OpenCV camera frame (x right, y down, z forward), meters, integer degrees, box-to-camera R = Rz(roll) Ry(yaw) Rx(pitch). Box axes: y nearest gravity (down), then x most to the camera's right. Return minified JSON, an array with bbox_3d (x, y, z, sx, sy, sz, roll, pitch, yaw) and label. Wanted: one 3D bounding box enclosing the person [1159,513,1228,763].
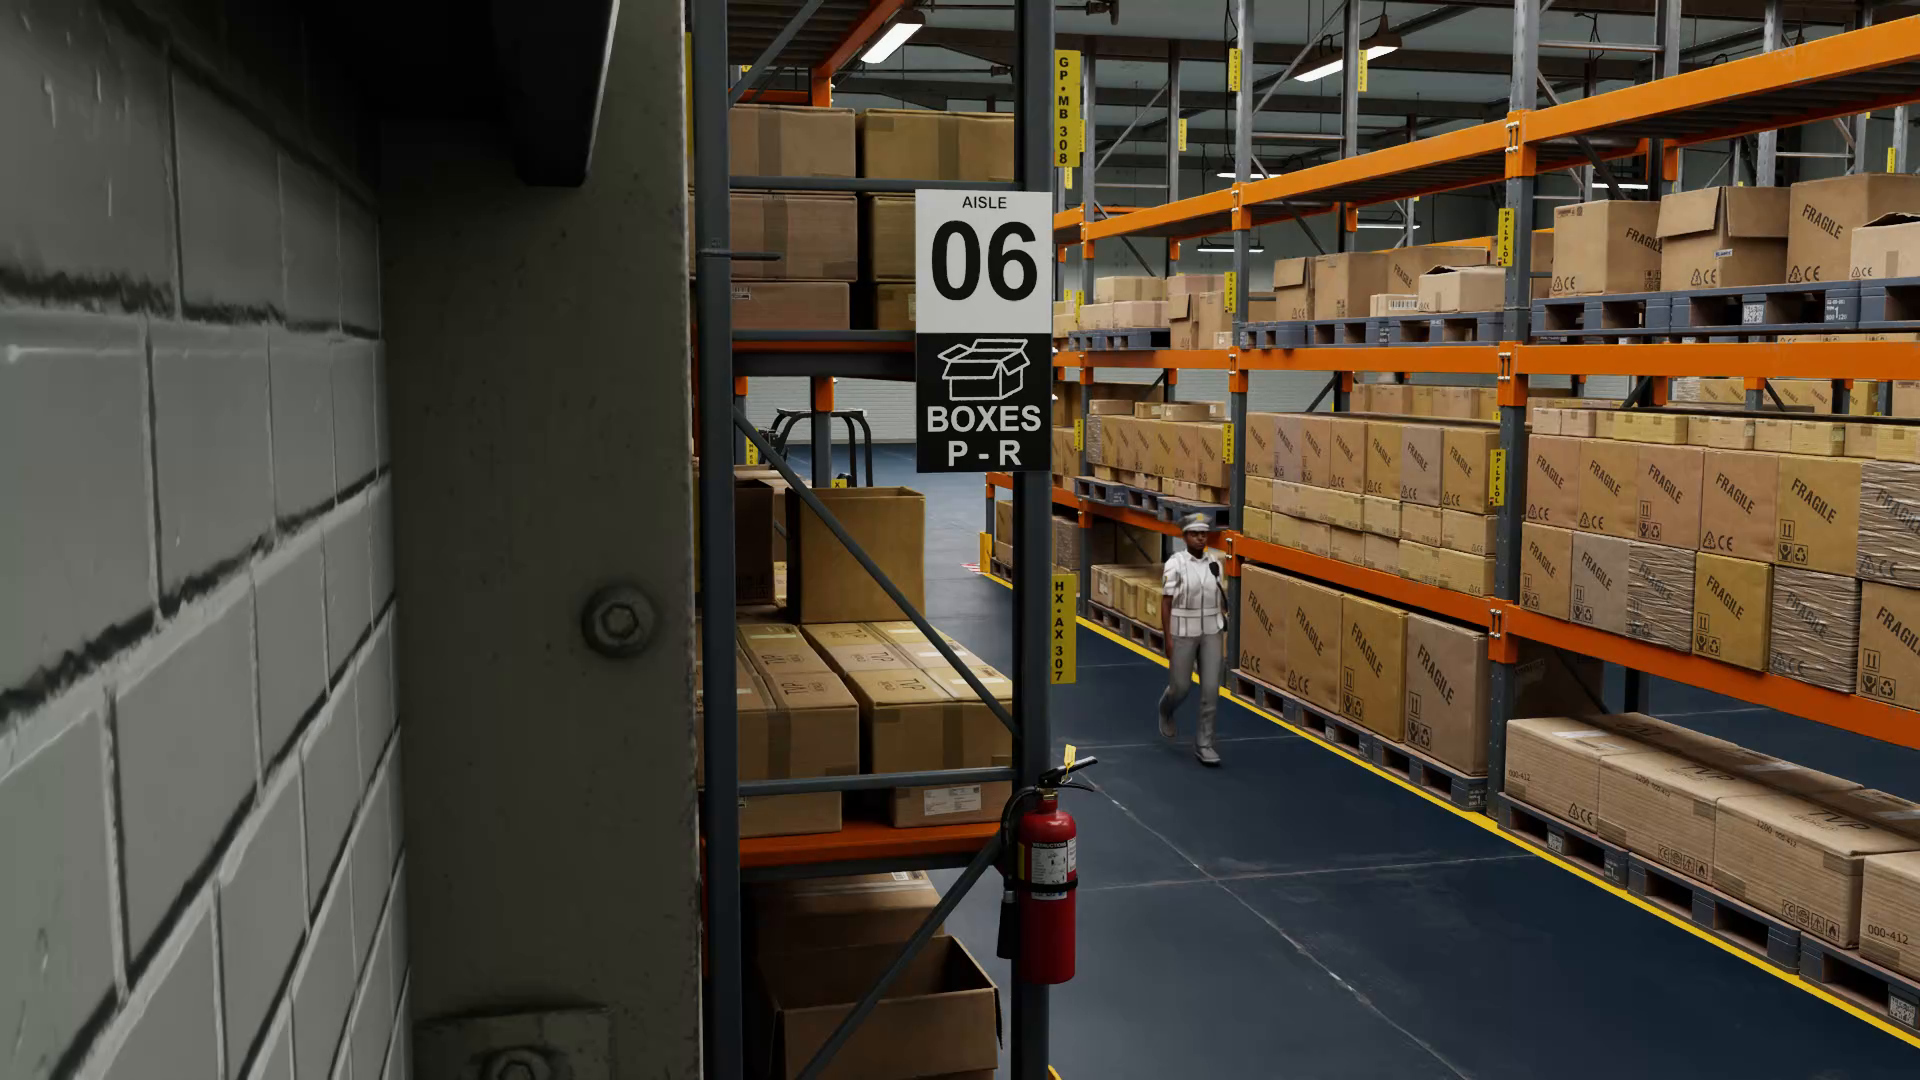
[{"bbox_3d":[1.587,0.641,11.373,0.458,1.668,0.698,-1,6,-11],"label":"person"}]
